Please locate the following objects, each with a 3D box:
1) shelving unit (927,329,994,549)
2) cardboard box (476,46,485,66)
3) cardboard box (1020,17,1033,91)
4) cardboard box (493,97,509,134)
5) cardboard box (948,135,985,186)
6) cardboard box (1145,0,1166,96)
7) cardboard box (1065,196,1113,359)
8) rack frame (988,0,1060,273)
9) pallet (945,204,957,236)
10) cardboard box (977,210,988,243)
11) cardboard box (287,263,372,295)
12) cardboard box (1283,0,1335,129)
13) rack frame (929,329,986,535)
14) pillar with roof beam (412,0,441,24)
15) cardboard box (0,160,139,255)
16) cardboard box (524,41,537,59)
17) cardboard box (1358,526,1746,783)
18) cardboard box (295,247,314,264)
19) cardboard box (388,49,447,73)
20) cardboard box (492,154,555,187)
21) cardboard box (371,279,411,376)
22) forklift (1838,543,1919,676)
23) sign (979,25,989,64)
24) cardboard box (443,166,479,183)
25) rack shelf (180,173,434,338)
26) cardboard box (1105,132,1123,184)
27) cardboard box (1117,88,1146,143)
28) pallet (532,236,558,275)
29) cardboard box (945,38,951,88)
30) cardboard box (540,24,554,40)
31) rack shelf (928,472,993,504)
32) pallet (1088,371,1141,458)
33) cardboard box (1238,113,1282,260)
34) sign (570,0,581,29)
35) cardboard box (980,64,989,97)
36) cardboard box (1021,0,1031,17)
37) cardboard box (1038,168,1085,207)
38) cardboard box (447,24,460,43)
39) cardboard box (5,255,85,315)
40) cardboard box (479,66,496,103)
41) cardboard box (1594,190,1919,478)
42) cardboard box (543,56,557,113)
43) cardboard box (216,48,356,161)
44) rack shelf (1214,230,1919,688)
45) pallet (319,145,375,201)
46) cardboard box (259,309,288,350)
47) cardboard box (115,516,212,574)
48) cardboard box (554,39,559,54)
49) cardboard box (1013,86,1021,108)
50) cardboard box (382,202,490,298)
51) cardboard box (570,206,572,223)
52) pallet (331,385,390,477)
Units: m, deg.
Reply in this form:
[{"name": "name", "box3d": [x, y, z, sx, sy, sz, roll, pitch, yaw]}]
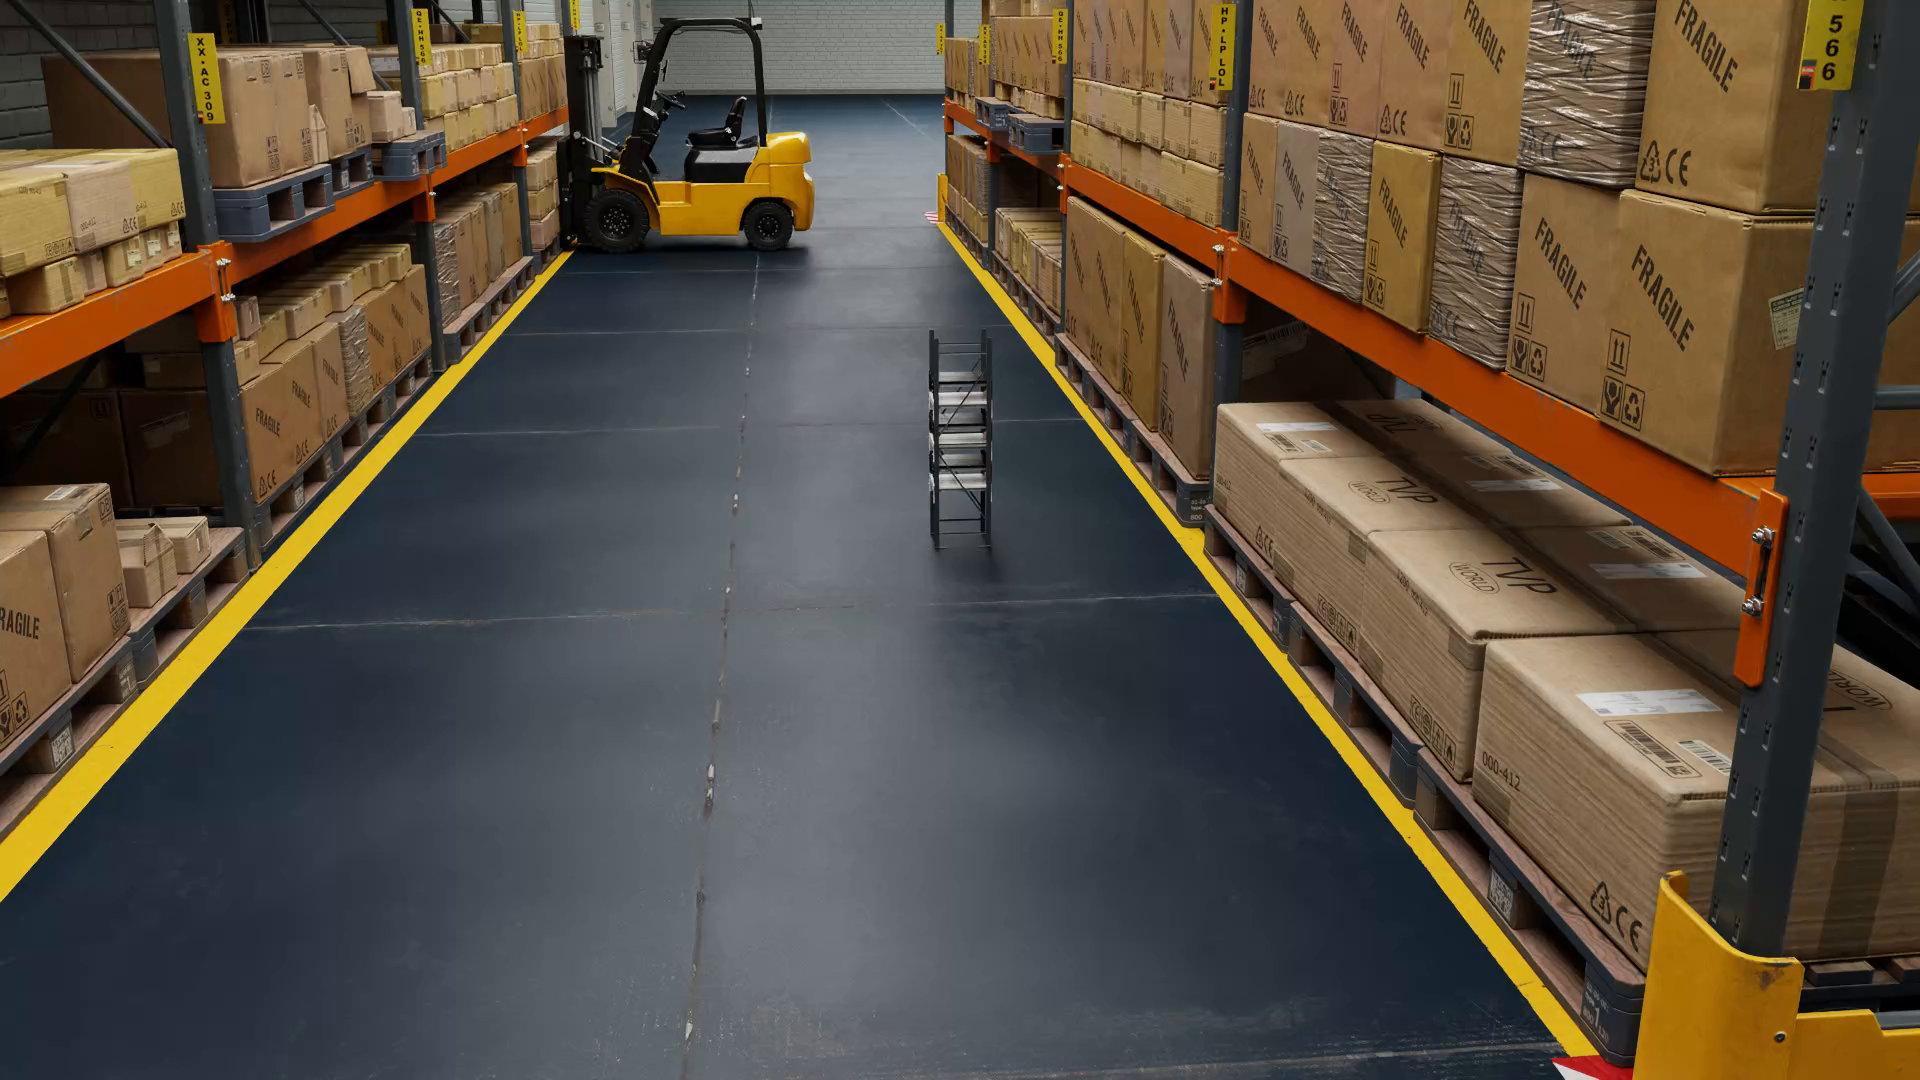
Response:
[{"name": "shelving unit", "box3d": [0.001, -0.427, 7.035, 0.258, 0.900, 0.210, -2, 18, -6]}, {"name": "cardboard box", "box3d": [-3.788, -3.633, 12.492, 0.380, 0.149, 0.250, -2, 18, -7]}, {"name": "cardboard box", "box3d": [0.723, -3.460, 11.824, 0.500, 0.500, 0.500, -3, 18, -9]}, {"name": "cardboard box", "box3d": [-3.816, -3.313, 12.972, 0.500, 0.250, 0.500, -2, 18, -6]}, {"name": "cardboard box", "box3d": [0.150, -4.013, 17.588, 0.500, 0.500, 0.500, -2, 18, -7]}, {"name": "cardboard box", "box3d": [1.187, -2.403, 7.986, 0.500, 0.500, 0.500, -1, 17, -4]}, {"name": "cardboard box", "box3d": [1.153, -1.617, 10.166, 0.875, 0.875, 0.875, -2, 18, -6]}, {"name": "rack frame", "box3d": [0.752, -3.830, 14.370, 1.000, 3.000, 0.127, -2, 18, -6]}, {"name": "pallet", "box3d": [0.395, -3.426, 17.737, 1.003, 0.211, 1.213, -2, 18, -6]}, {"name": "cardboard box", "box3d": [0.423, -2.887, 15.254, 0.500, 0.250, 0.500, -1, 17, -3]}, {"name": "cardboard box", "box3d": [-3.446, -1.422, 9.088, 0.380, 0.149, 0.250, -1, 17, -4]}, {"name": "cardboard box", "box3d": [1.431, -1.672, 5.658, 0.500, 0.500, 0.500, -2, 18, -6]}, {"name": "rack frame", "box3d": [-0.010, -0.457, 7.131, 0.240, 0.900, 0.006, -2, 18, -6]}, {"name": "pillar with roof beam", "box3d": [-1.141, -7.628, 16.450, 9.100, 9.000, 0.400, -2, 18, -6]}, {"name": "cardboard box", "box3d": [-2.999, -1.070, 5.331, 0.500, 0.250, 0.500, -2, 18, -5]}, {"name": "cardboard box", "box3d": [-3.991, -4.366, 14.826, 0.380, 0.149, 0.250, -1, 17, -4]}, {"name": "cardboard box", "box3d": [1.719, 0.301, 4.787, 0.875, 0.438, 0.875, -1, 17, -4]}, {"name": "cardboard box", "box3d": [-4.029, -1.637, 9.771, 0.380, 0.149, 0.250, -1, 17, -3]}, {"name": "cardboard box", "box3d": [-3.633, -3.178, 11.043, 0.380, 0.149, 0.250, -2, 17, -5]}, {"name": "cardboard box", "box3d": [-3.966, -3.348, 15.054, 0.500, 0.250, 0.500, -2, 18, -6]}, {"name": "cardboard box", "box3d": [-3.474, -1.223, 9.538, 0.500, 0.500, 0.500, -2, 18, -6]}, {"name": "forklift", "box3d": [3.766, -1.010, 5.500, 1.130, 2.935, 3.031, 1, 17, 4]}, {"name": "sign", "box3d": [0.213, -4.224, 14.180, 0.100, 0.325, 0.005, -2, 18, -6]}, {"name": "cardboard box", "box3d": [-4.428, -3.182, 14.526, 0.500, 0.250, 0.500, -1, 17, -5]}, {"name": "rack shelf", "box3d": [-3.566, -1.545, 8.292, 1.077, 0.370, 4.000, -2, 18, -6]}, {"name": "cardboard box", "box3d": [1.083, -2.105, 9.124, 0.500, 0.250, 0.500, -1, 17, -4]}, {"name": "cardboard box", "box3d": [1.101, -2.193, 8.569, 0.500, 0.250, 0.500, -1, 17, -5]}, {"name": "pallet", "box3d": [-4.226, -2.584, 15.055, 1.003, 0.211, 1.213, -2, 18, -6]}, {"name": "cardboard box", "box3d": [0.112, -5.062, 17.630, 0.500, 0.500, 0.500, -2, 18, -6]}, {"name": "cardboard box", "box3d": [-4.120, -4.890, 15.997, 0.380, 0.149, 0.250, -1, 17, -5]}, {"name": "rack shelf", "box3d": [0.001, -0.223, 7.098, 0.258, 0.077, 0.200, -2, 18, -6]}, {"name": "pallet", "box3d": [1.293, -0.708, 9.081, 1.003, 0.211, 1.213, -2, 18, -6]}, {"name": "cardboard box", "box3d": [1.365, -1.347, 6.292, 0.500, 0.500, 0.500, -1, 17, -4]}, {"name": "sign", "box3d": [-4.057, -5.546, 17.506, 0.100, 0.325, 0.005, -2, 18, -6]}, {"name": "cardboard box", "box3d": [0.458, -4.145, 14.708, 0.500, 0.500, 0.500, -2, 18, -7]}, {"name": "cardboard box", "box3d": [0.663, -4.058, 12.649, 0.380, 0.149, 0.250, -1, 17, -3]}, {"name": "cardboard box", "box3d": [0.959, -3.261, 15.193, 0.500, 0.500, 0.500, -1, 17, -3]}, {"name": "cardboard box", "box3d": [-4.503, -4.337, 14.237, 0.380, 0.149, 0.250, -2, 18, -7]}, {"name": "cardboard box", "box3d": [-2.922, -0.778, 5.066, 0.380, 0.149, 0.250, -2, 18, -6]}, {"name": "cardboard box", "box3d": [-3.773, -3.399, 12.412, 0.500, 0.250, 0.500, -1, 17, -5]}, {"name": "cardboard box", "box3d": [1.676, -0.439, 3.399, 0.500, 0.500, 0.500, -2, 18, -5]}, {"name": "cardboard box", "box3d": [-4.126, -4.320, 15.763, 0.500, 0.500, 0.500, -2, 18, -5]}, {"name": "cardboard box", "box3d": [-3.322, -2.080, 7.926, 0.700, 0.500, 0.500, -2, 18, -6]}, {"name": "rack shelf", "box3d": [1.783, -0.508, 4.988, 1.077, 0.370, 4.000, -2, 18, -6]}, {"name": "pallet", "box3d": [-3.568, -1.813, 8.266, 1.003, 0.211, 1.213, -2, 18, -6]}, {"name": "cardboard box", "box3d": [-3.318, -0.962, 7.624, 0.380, 0.149, 0.250, -2, 18, -7]}, {"name": "cardboard box", "box3d": [-3.011, 0.024, 6.151, 0.380, 0.149, 0.250, -2, 18, -7]}, {"name": "cardboard box", "box3d": [-4.262, -4.976, 16.769, 0.380, 0.149, 0.250, -1, 17, -5]}, {"name": "cardboard box", "box3d": [0.601, -3.347, 12.550, 0.380, 0.149, 0.250, -1, 17, -4]}, {"name": "cardboard box", "box3d": [-3.968, -2.133, 12.227, 0.875, 0.625, 0.625, -3, 18, -8]}, {"name": "cardboard box", "box3d": [-4.075, -3.174, 16.169, 0.500, 0.250, 0.500, -1, 17, -4]}, {"name": "pallet", "box3d": [-3.611, -0.568, 8.633, 1.003, 0.211, 1.213, -2, 18, -6]}]
